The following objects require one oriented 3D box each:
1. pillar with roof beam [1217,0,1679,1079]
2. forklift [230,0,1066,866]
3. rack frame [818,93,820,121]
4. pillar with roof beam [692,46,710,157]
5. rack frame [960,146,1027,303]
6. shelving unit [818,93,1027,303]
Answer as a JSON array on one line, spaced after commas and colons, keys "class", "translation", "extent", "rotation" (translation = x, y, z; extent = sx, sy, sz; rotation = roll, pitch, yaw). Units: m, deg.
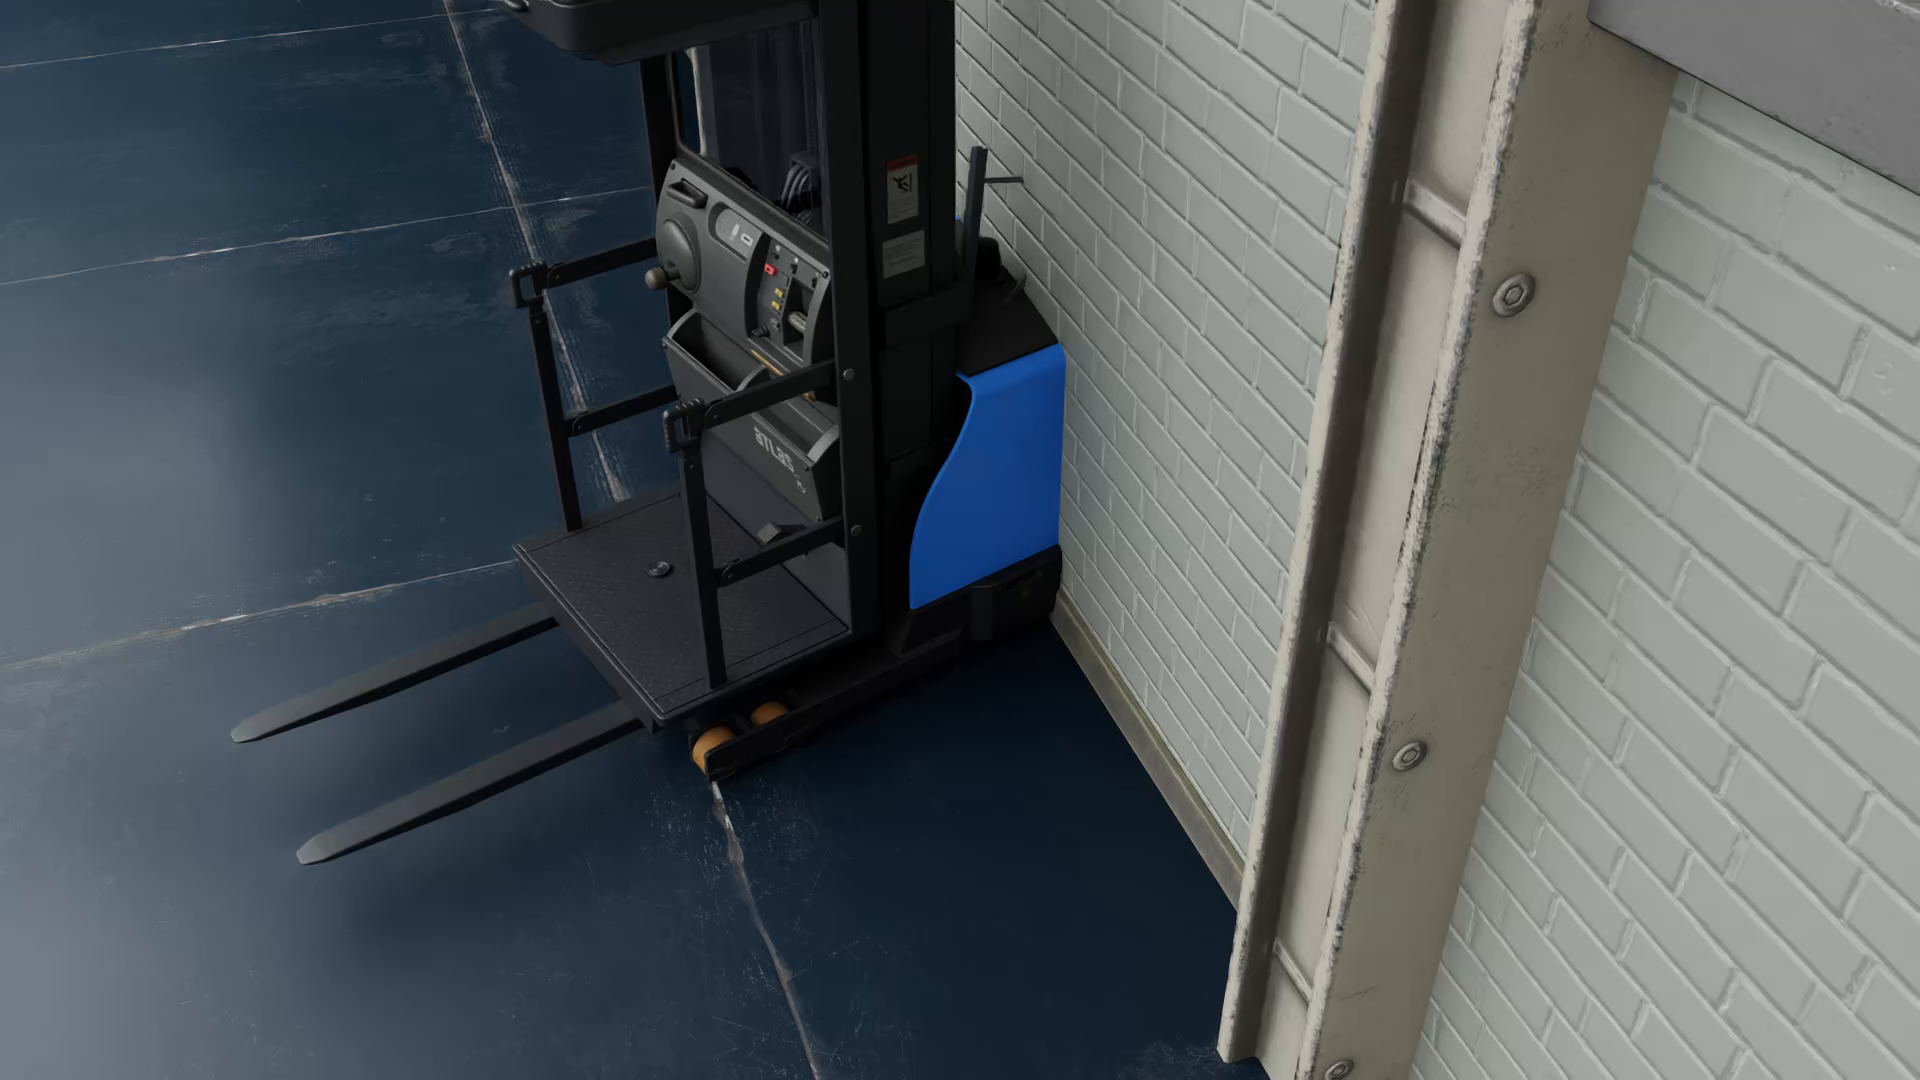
[{"class": "pillar with roof beam", "translation": [-3.145, -1.267, 0.453], "extent": [9.100, 9.000, 0.400], "rotation": [-12, 39, -16]}, {"class": "forklift", "translation": [-0.822, -0.780, 4.849], "extent": [3.031, 2.935, 1.130], "rotation": [-24, 43, -28]}, {"class": "rack frame", "translation": [-0.417, -0.936, 6.320], "extent": [0.500, 1.500, 0.032], "rotation": [-11, 28, -35]}, {"class": "pillar with roof beam", "translation": [-5.210, -4.657, 4.953], "extent": [9.100, 9.000, 0.400], "rotation": [-12, 39, -16]}, {"class": "rack frame", "translation": [0.172, -0.564, 5.579], "extent": [0.500, 1.500, 0.032], "rotation": [-11, 28, -35]}, {"class": "shelving unit", "translation": [-0.117, -0.747, 5.943], "extent": [0.587, 1.500, 1.083], "rotation": [-11, 28, -35]}]
